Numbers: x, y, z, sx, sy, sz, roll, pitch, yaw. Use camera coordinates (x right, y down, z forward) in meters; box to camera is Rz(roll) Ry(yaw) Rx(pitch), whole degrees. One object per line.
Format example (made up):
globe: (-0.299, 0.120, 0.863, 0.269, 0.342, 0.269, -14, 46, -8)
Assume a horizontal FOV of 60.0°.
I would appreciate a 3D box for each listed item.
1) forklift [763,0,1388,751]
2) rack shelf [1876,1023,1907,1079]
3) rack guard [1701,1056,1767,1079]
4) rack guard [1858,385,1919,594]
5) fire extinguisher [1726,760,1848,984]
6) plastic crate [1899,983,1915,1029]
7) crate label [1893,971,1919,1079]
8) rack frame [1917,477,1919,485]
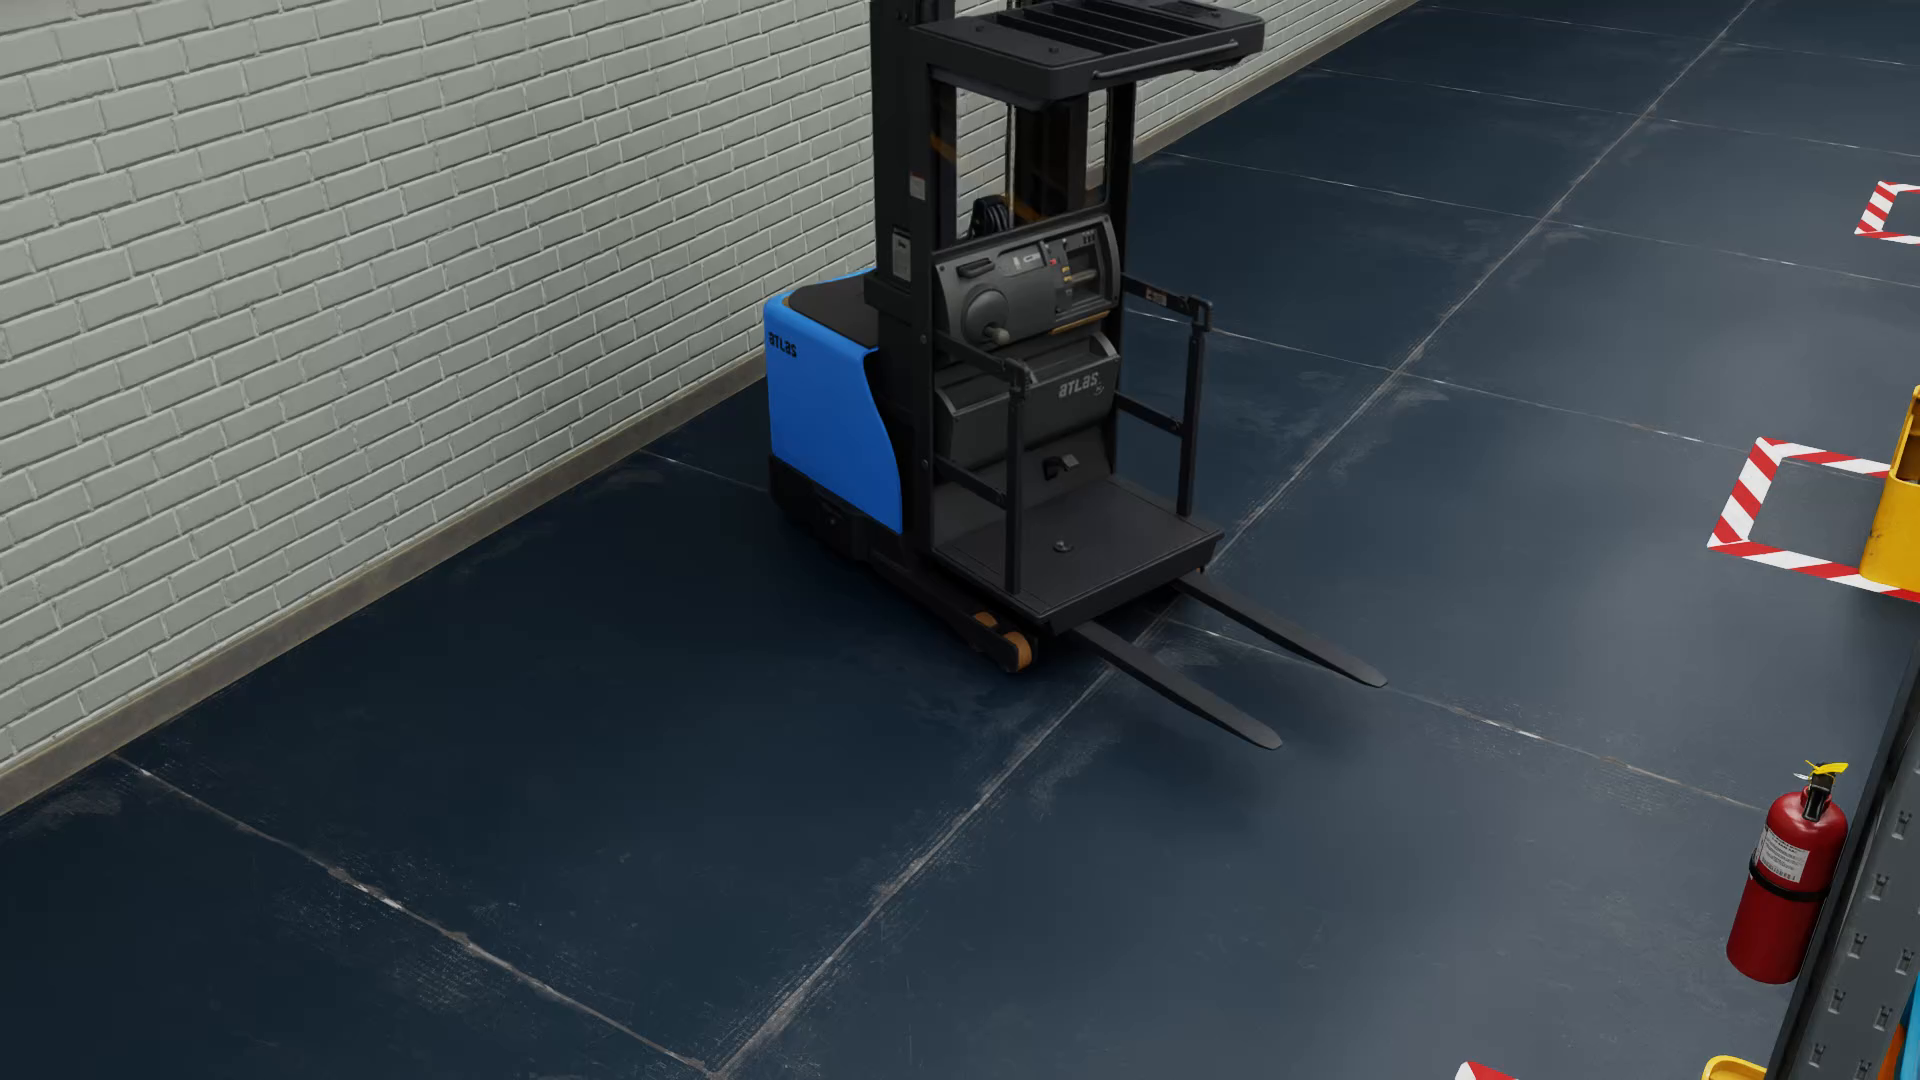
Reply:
forklift: (0.422, -1.010, 6.572, 1.130, 2.935, 3.031, -23, 37, -33)
rack shelf: (3.561, 1.635, 2.685, 4.000, 0.370, 1.077, 18, 35, 27)
rack guard: (1.840, 1.867, 4.053, 0.348, 0.500, 1.175, 18, 35, 27)
rack guard: (4.480, -0.252, 7.686, 0.348, 0.500, 1.175, 18, 35, 27)
fire extinguisher: (1.981, 0.749, 3.937, 0.183, 0.674, 0.296, 18, 35, 27)
plastic crate: (2.250, 0.757, 3.381, 0.499, 0.435, 0.616, 18, 35, 27)
crate label: (1.901, 1.042, 3.095, 0.303, 0.233, 0.416, 18, 35, 27)
rack frame: (4.500, -1.325, 7.045, 0.127, 3.000, 1.000, 18, 35, 27)
